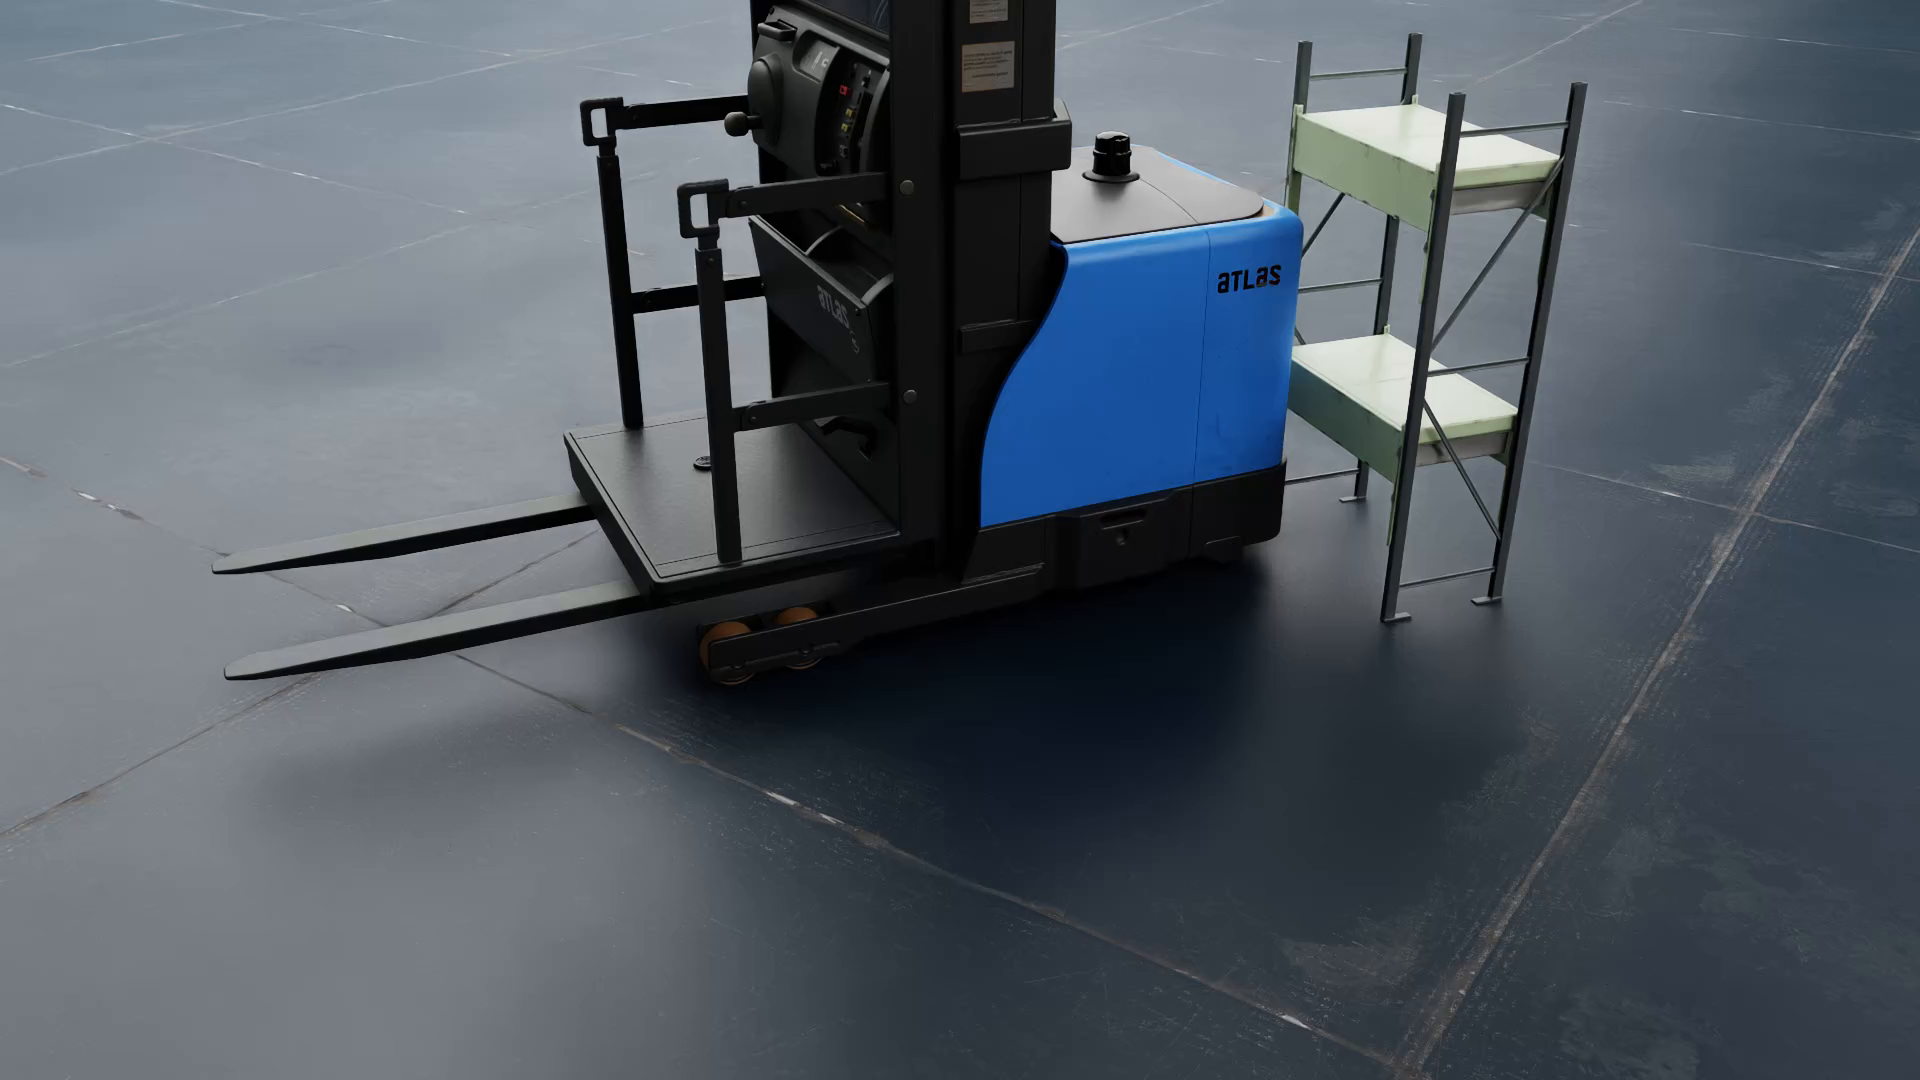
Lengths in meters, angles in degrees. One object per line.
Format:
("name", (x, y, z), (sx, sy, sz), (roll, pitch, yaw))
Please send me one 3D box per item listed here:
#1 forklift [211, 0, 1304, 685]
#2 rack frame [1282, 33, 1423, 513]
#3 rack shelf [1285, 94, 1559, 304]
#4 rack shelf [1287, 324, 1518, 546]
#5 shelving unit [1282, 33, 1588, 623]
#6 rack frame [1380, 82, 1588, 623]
("forklift", (-0.567, -1.189, 4.355), (3.031, 2.935, 1.130), (-12, 29, -22))
("rack frame", (1.155, -0.778, 5.125), (0.400, 1.500, 0.023), (-9, 28, -18))
("rack shelf", (1.279, -0.969, 4.641), (0.431, 0.370, 0.720), (-9, 28, -18))
("rack shelf", (1.279, -0.331, 4.966), (0.431, 0.370, 0.720), (-9, 28, -18))
("shelving unit", (1.279, -0.622, 4.818), (0.431, 1.500, 0.755), (-9, 28, -18))
("rack frame", (1.404, -0.466, 4.511), (0.400, 1.500, 0.023), (-9, 28, -18))
